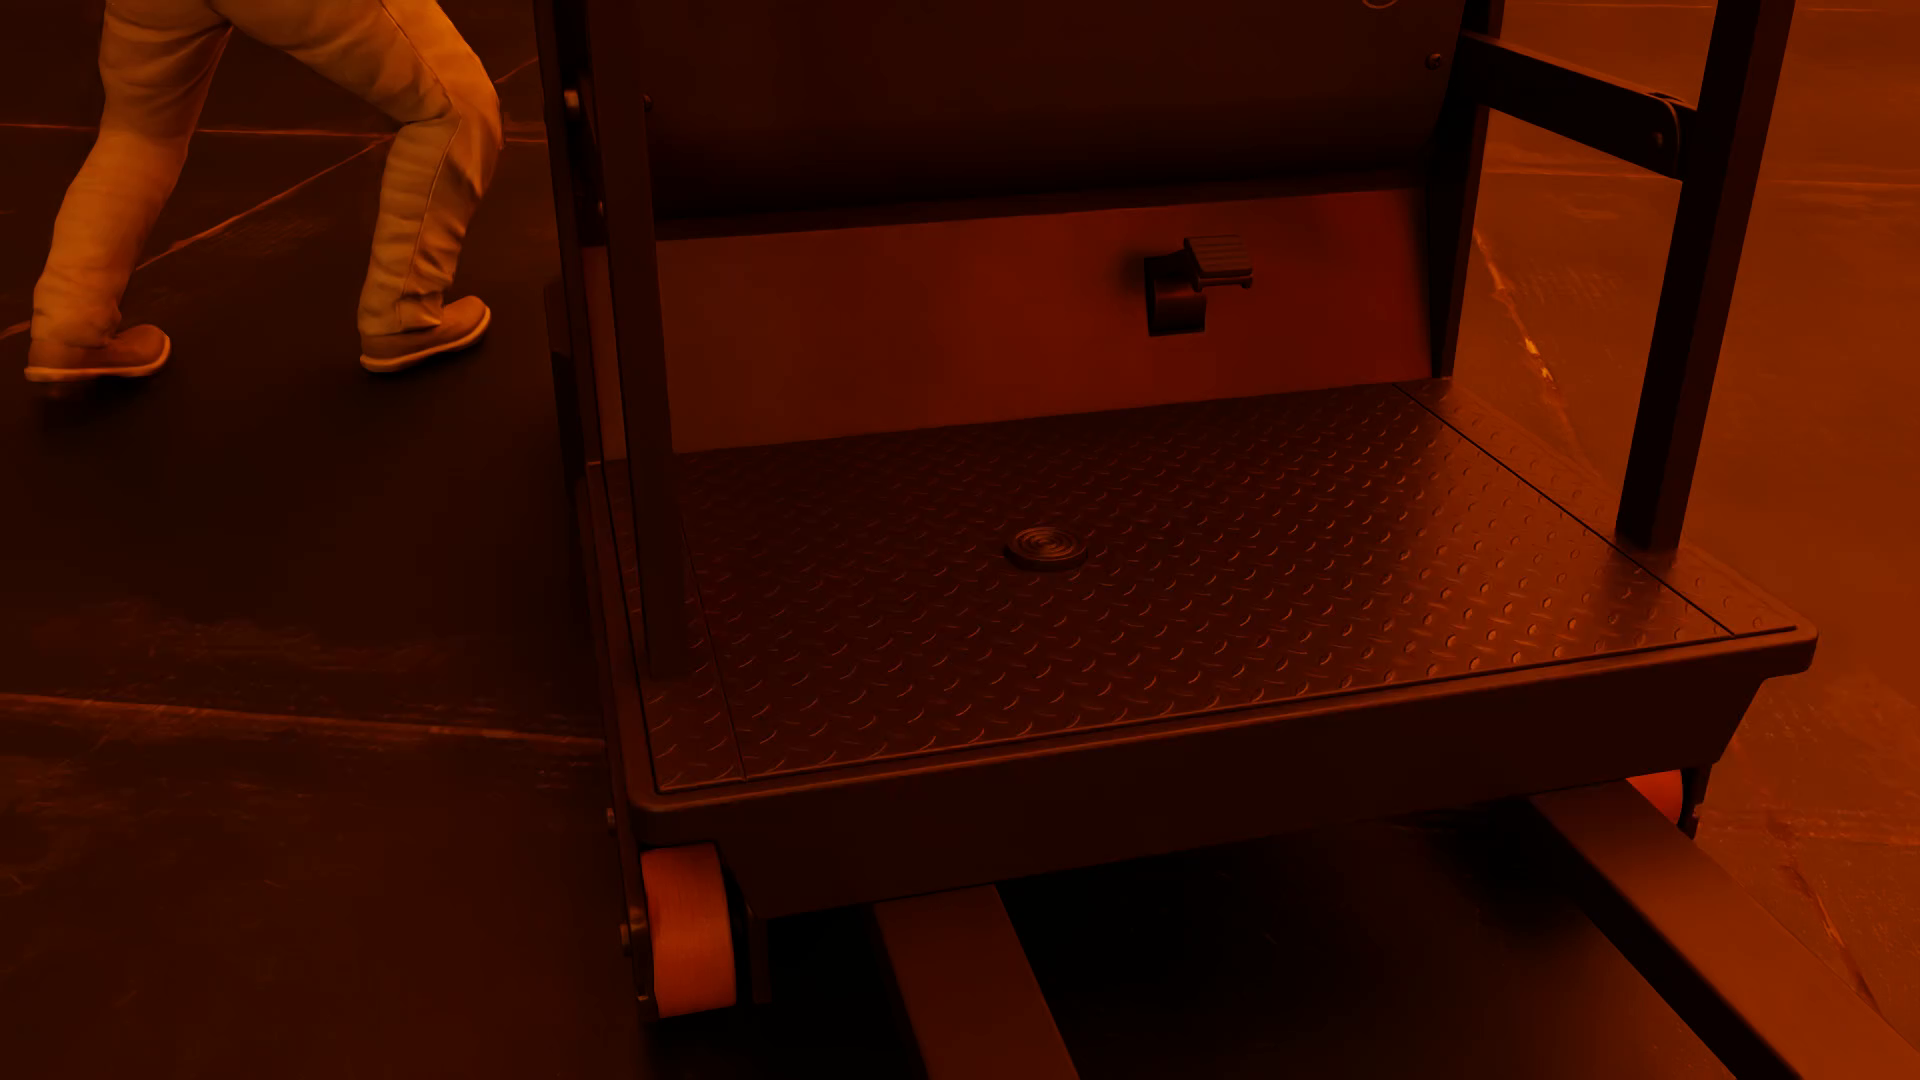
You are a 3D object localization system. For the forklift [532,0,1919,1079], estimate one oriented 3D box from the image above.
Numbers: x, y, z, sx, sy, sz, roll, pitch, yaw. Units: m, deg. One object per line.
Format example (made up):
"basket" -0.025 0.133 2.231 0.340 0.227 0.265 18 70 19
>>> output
"forklift" 0.153 -1.049 1.319 1.130 2.935 3.031 -7 27 -13

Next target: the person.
"person" -1.180 -1.030 2.843 0.799 1.505 0.821 8 28 15
